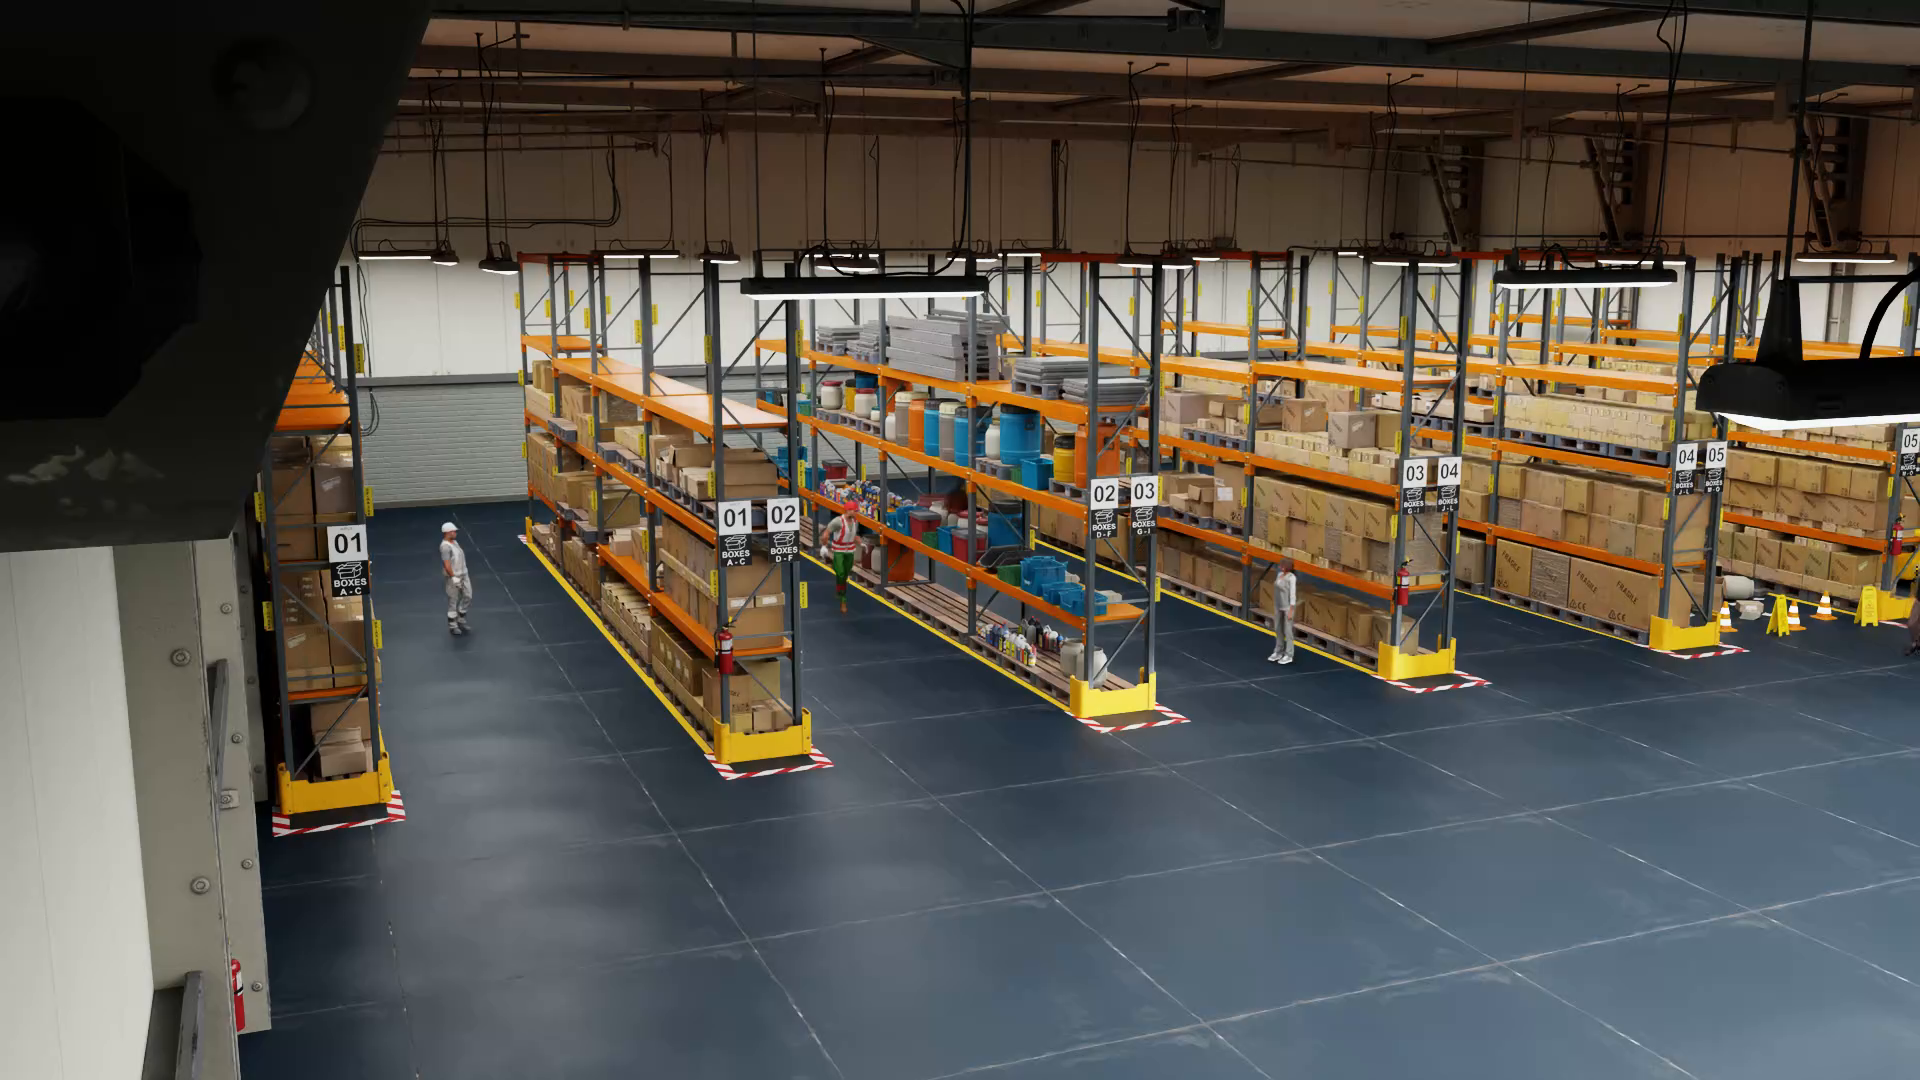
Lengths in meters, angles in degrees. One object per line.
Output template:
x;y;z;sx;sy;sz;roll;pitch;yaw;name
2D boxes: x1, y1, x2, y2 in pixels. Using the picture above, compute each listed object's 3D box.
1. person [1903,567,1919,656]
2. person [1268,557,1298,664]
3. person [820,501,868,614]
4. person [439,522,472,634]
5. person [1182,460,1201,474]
14.606;0.954;25.004;0.625;1.726;0.458;8;13;38;person
4.842;1.037;24.873;0.352;1.601;0.463;-5;12;-26;person
-1.934;0.246;27.533;0.773;1.813;0.868;-3;11;-18;person
-8.093;0.614;26.777;0.566;1.815;0.613;6;12;28;person
5.721;-2.073;41.738;1.031;1.613;0.541;0;10;-2;person
